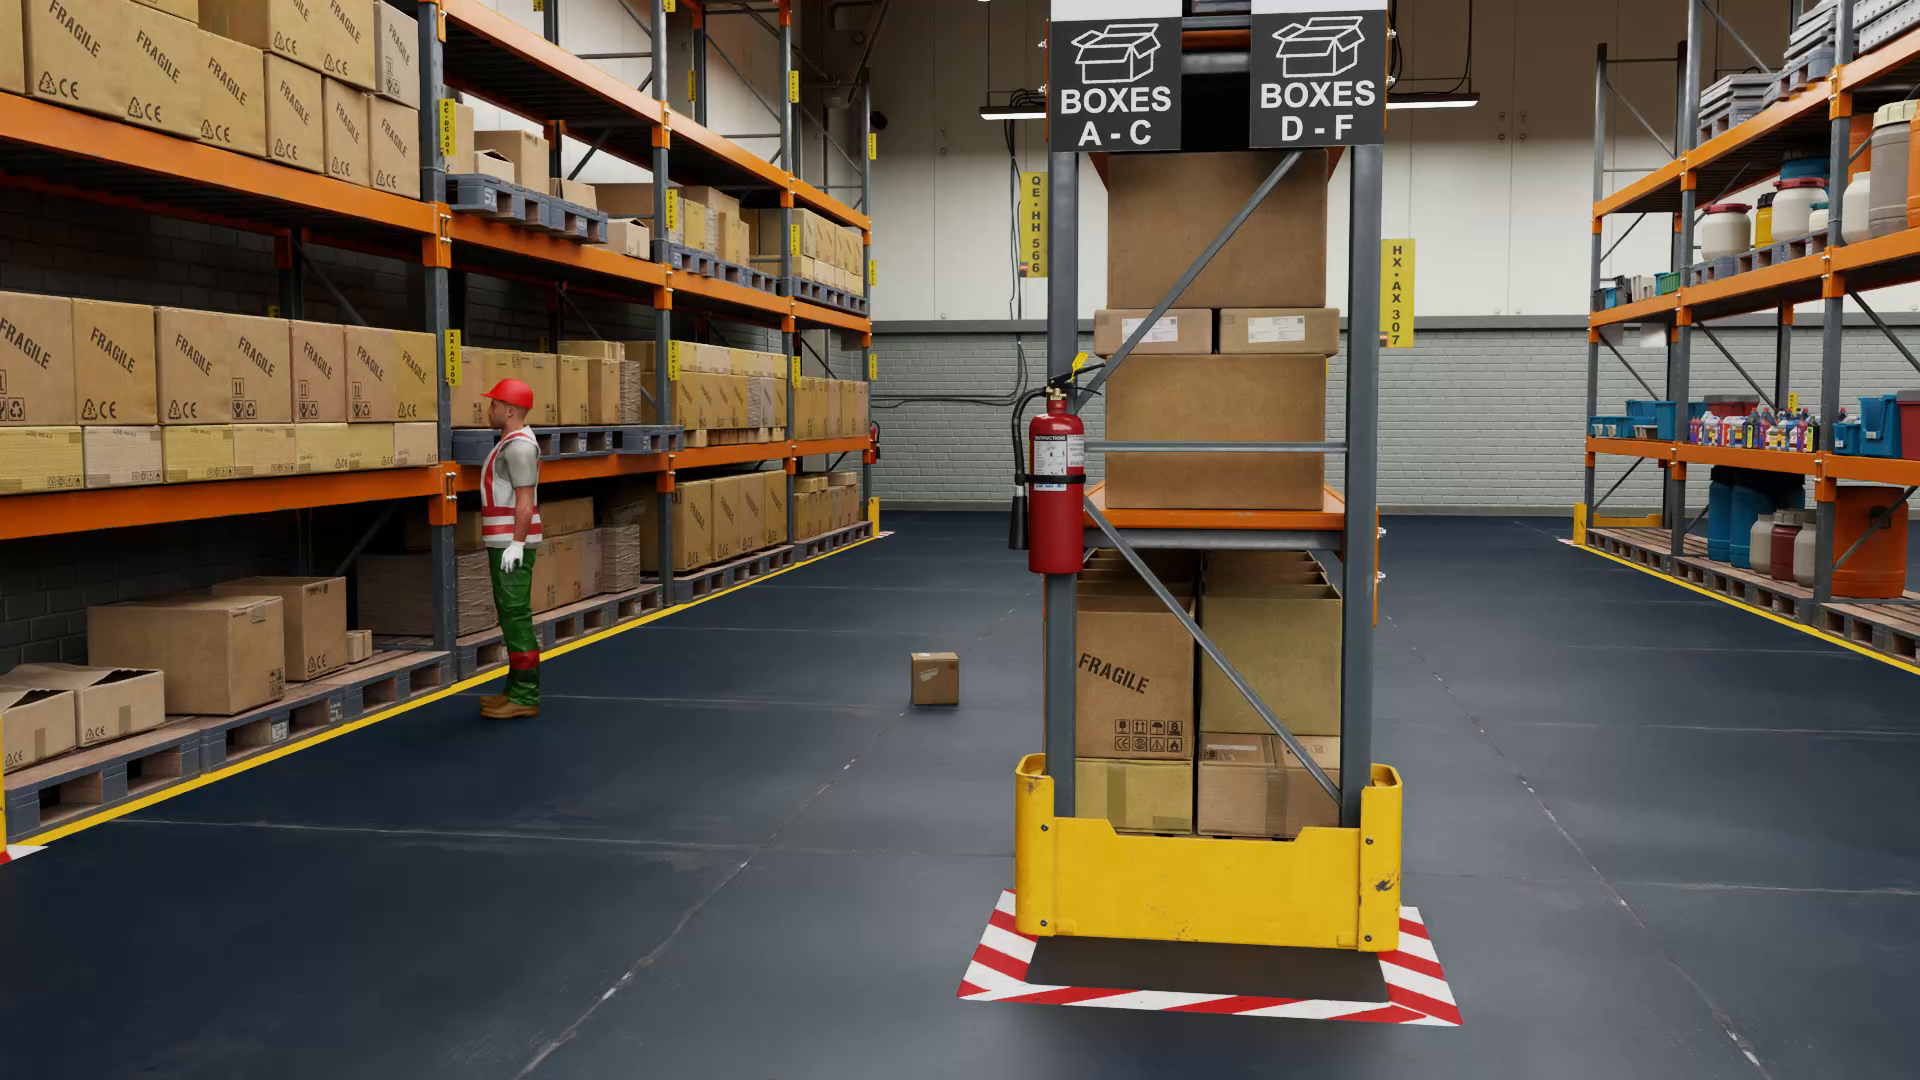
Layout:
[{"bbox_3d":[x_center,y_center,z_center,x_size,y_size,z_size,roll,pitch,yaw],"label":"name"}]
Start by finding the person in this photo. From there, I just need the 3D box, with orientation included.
[{"bbox_3d":[-2.409,0.038,8.876,0.349,1.795,0.544,-1,5,-17],"label":"person"}]
